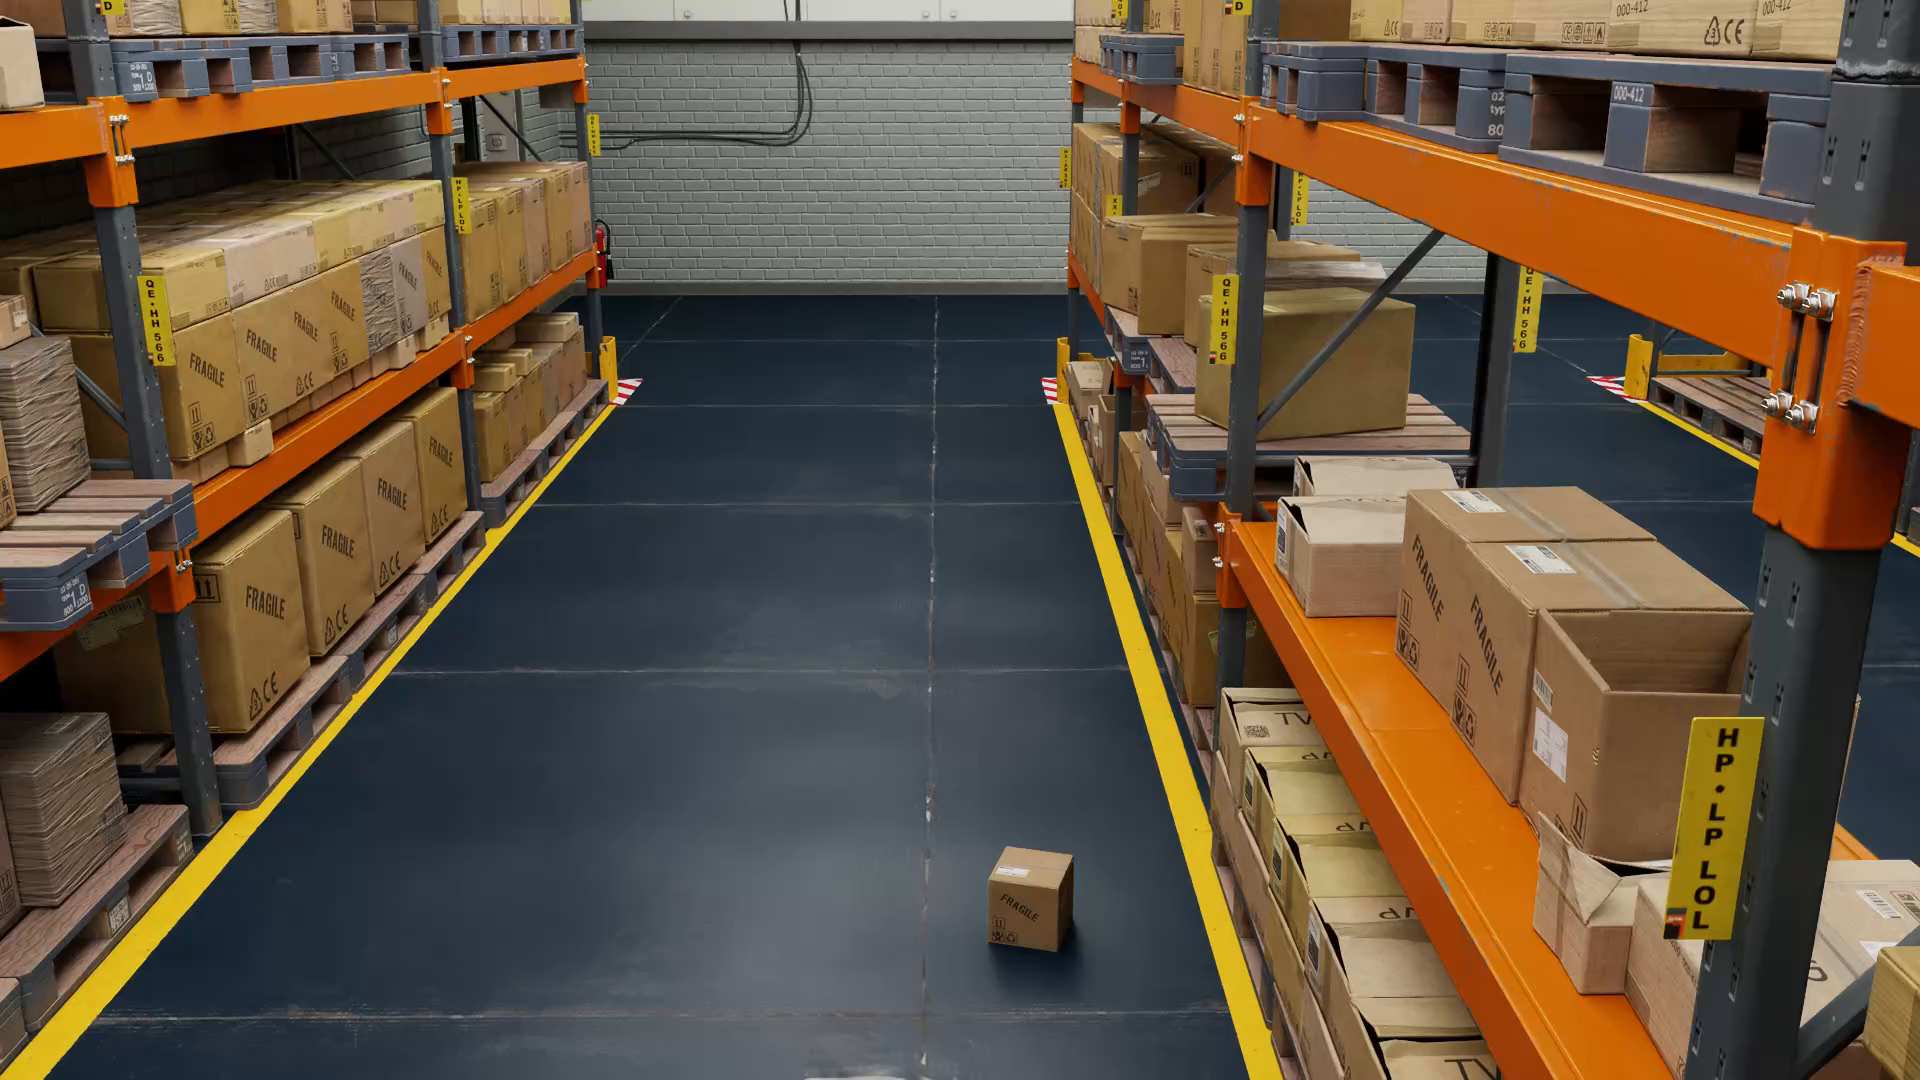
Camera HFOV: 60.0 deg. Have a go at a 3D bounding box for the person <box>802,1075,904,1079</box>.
[{"bbox_3d":[-0.110,1.545,2.507,0.438,1.641,0.996,0,17,-1],"label":"person"}]
